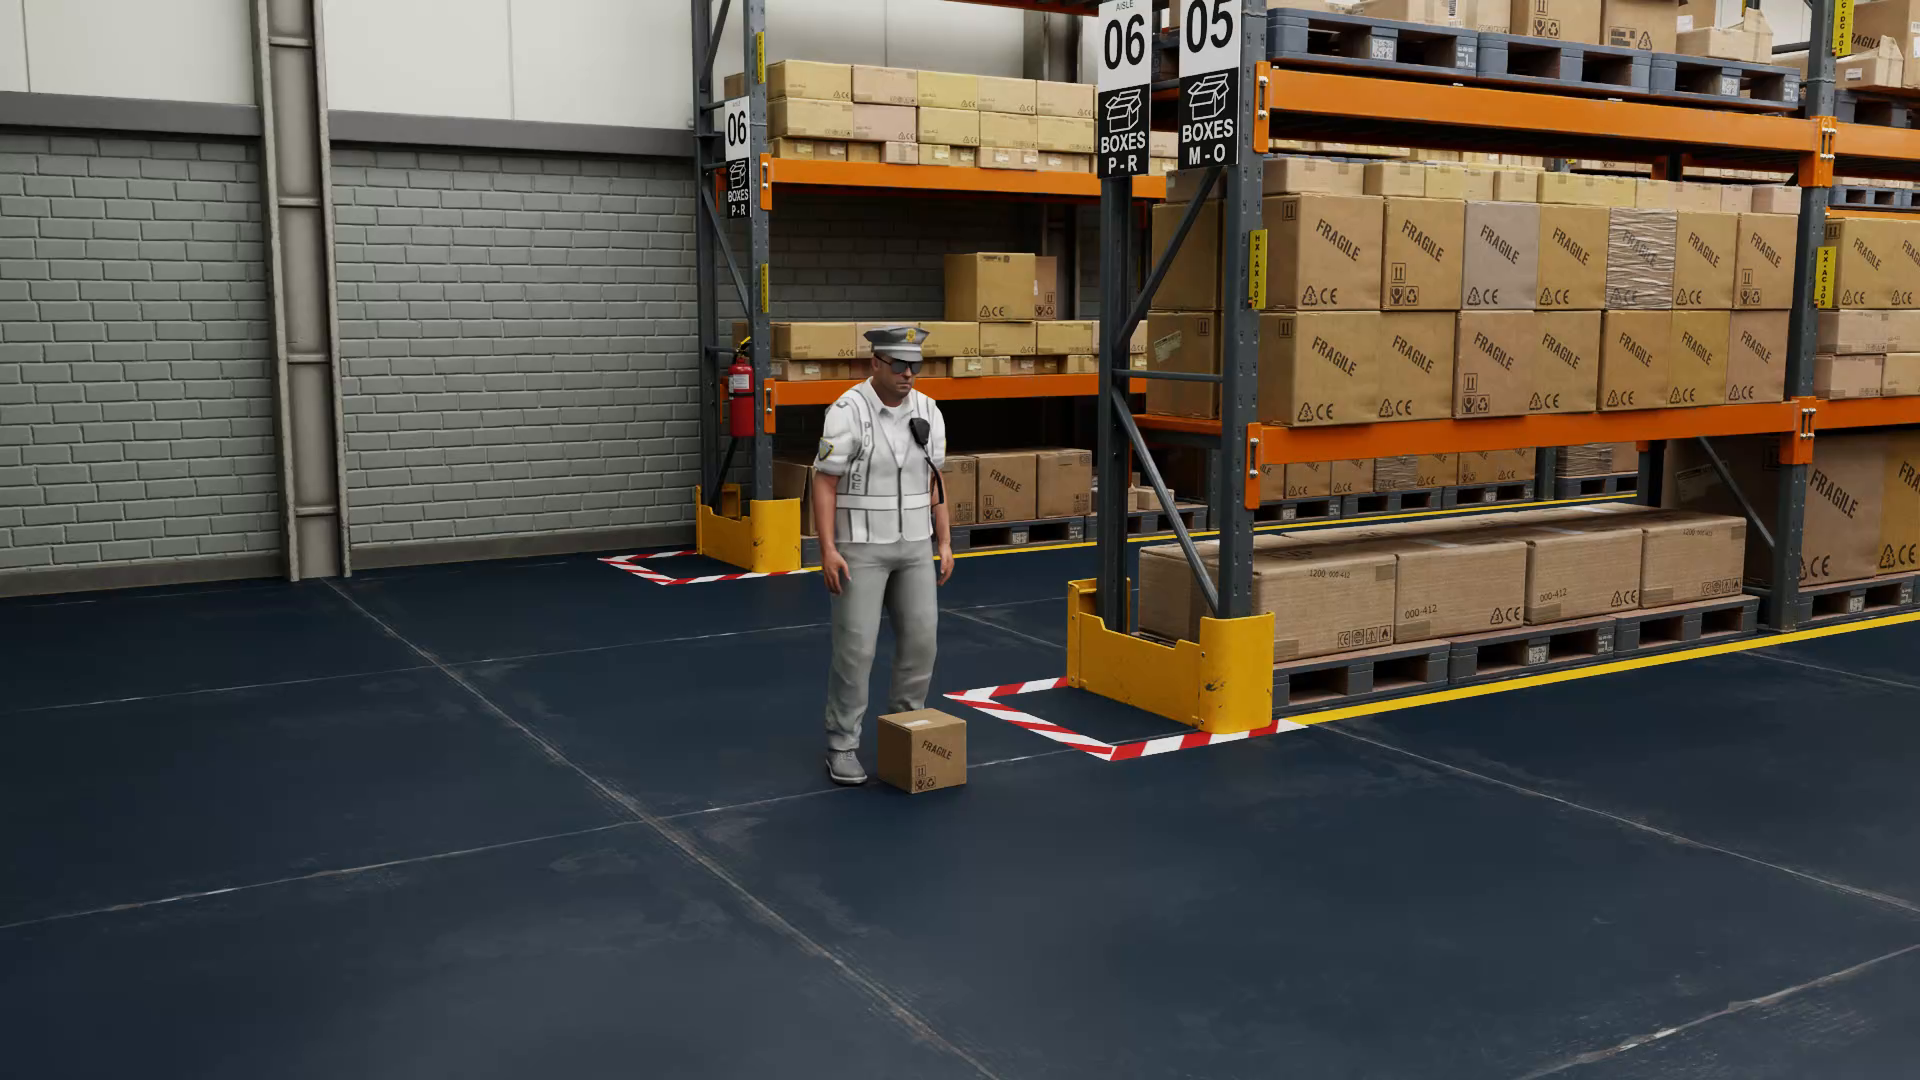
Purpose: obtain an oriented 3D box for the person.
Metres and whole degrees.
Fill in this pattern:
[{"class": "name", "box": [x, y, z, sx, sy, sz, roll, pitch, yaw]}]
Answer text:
[{"class": "person", "box": [-0.303, 0.036, 6.535, 0.587, 1.748, 0.436, -5, 9, -30]}]
